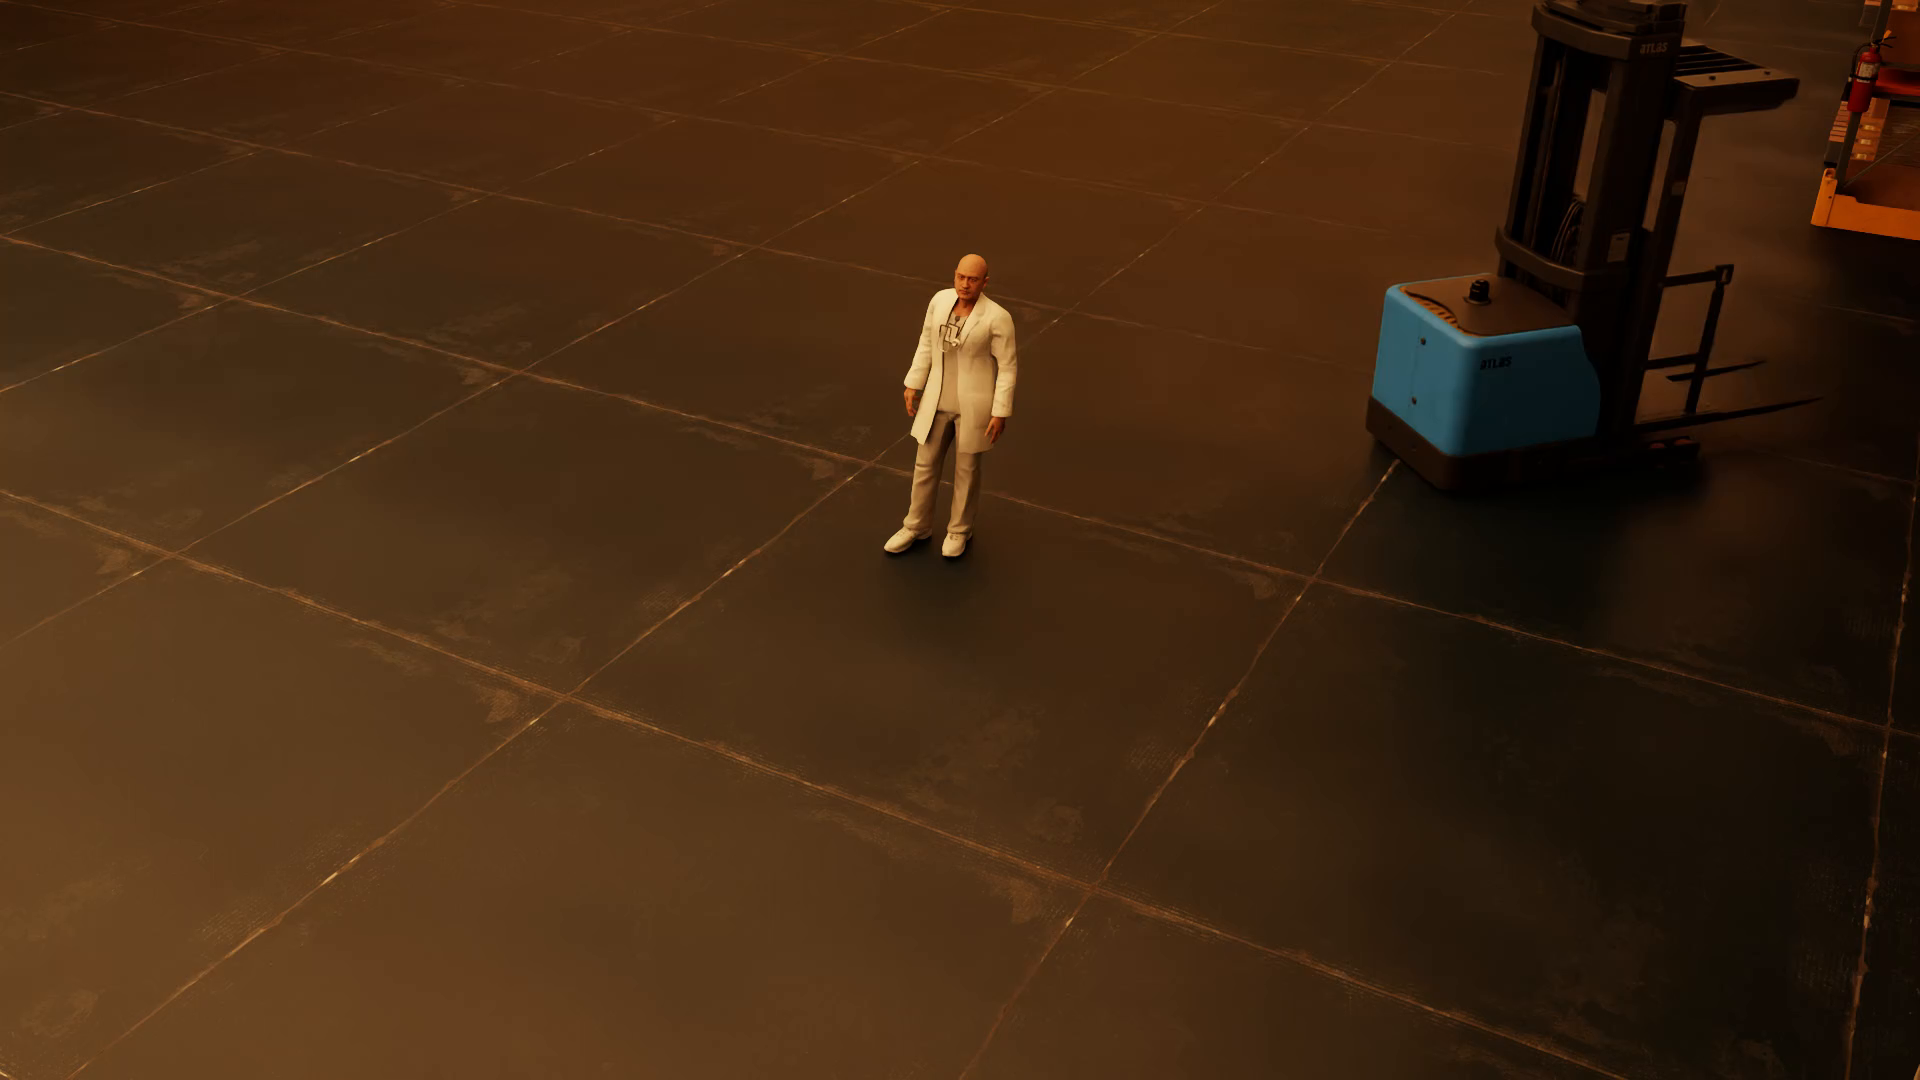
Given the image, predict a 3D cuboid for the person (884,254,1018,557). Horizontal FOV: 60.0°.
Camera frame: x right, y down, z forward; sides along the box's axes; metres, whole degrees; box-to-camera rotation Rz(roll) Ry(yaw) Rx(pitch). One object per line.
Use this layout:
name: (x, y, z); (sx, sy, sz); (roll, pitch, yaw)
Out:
person: (-0.048, -0.738, 9.489); (0.696, 1.776, 0.581); (15, 33, 25)

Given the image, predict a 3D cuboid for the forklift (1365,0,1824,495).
forklift: (4.297, -1.975, 10.493); (3.031, 2.935, 1.130); (-9, 31, -15)
